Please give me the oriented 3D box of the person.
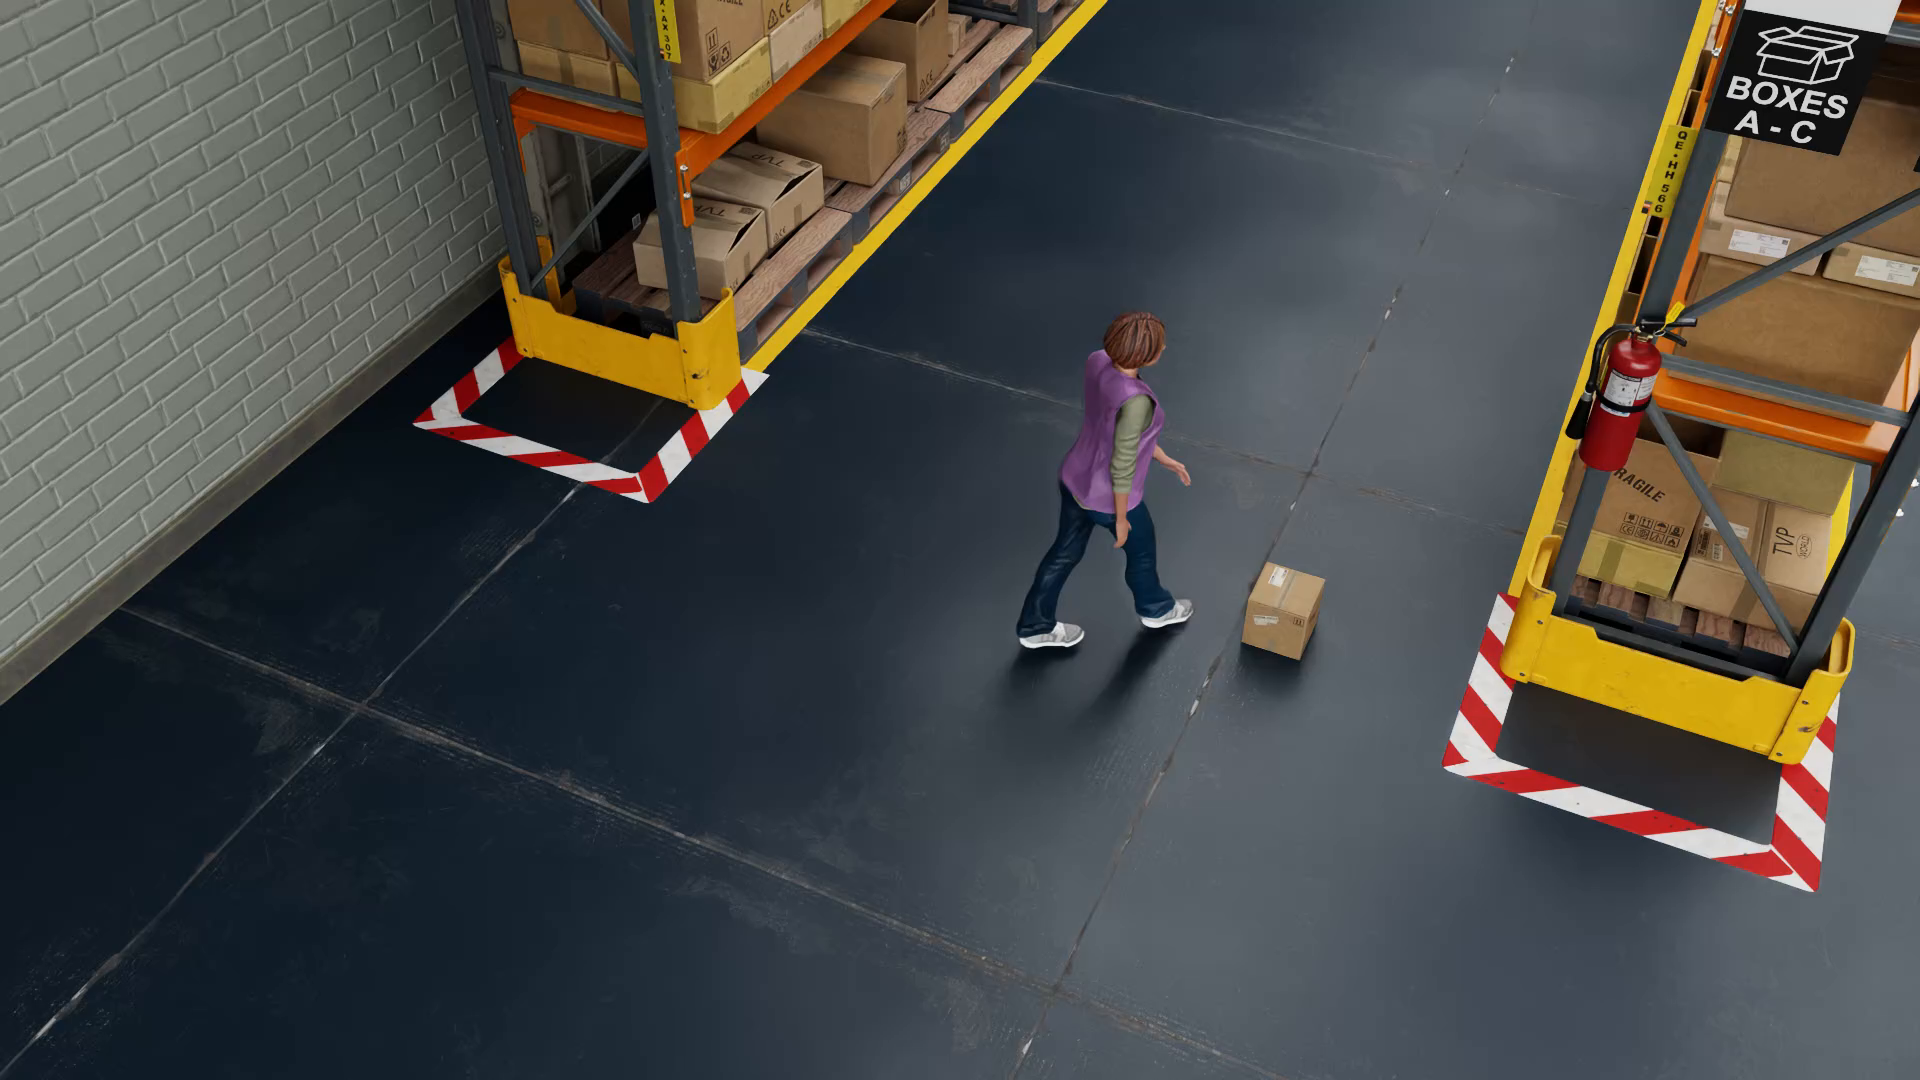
[{"bbox_3d":[0.609,-0.186,6.402,0.786,1.544,0.405,-20,46,-20],"label":"person"}]
